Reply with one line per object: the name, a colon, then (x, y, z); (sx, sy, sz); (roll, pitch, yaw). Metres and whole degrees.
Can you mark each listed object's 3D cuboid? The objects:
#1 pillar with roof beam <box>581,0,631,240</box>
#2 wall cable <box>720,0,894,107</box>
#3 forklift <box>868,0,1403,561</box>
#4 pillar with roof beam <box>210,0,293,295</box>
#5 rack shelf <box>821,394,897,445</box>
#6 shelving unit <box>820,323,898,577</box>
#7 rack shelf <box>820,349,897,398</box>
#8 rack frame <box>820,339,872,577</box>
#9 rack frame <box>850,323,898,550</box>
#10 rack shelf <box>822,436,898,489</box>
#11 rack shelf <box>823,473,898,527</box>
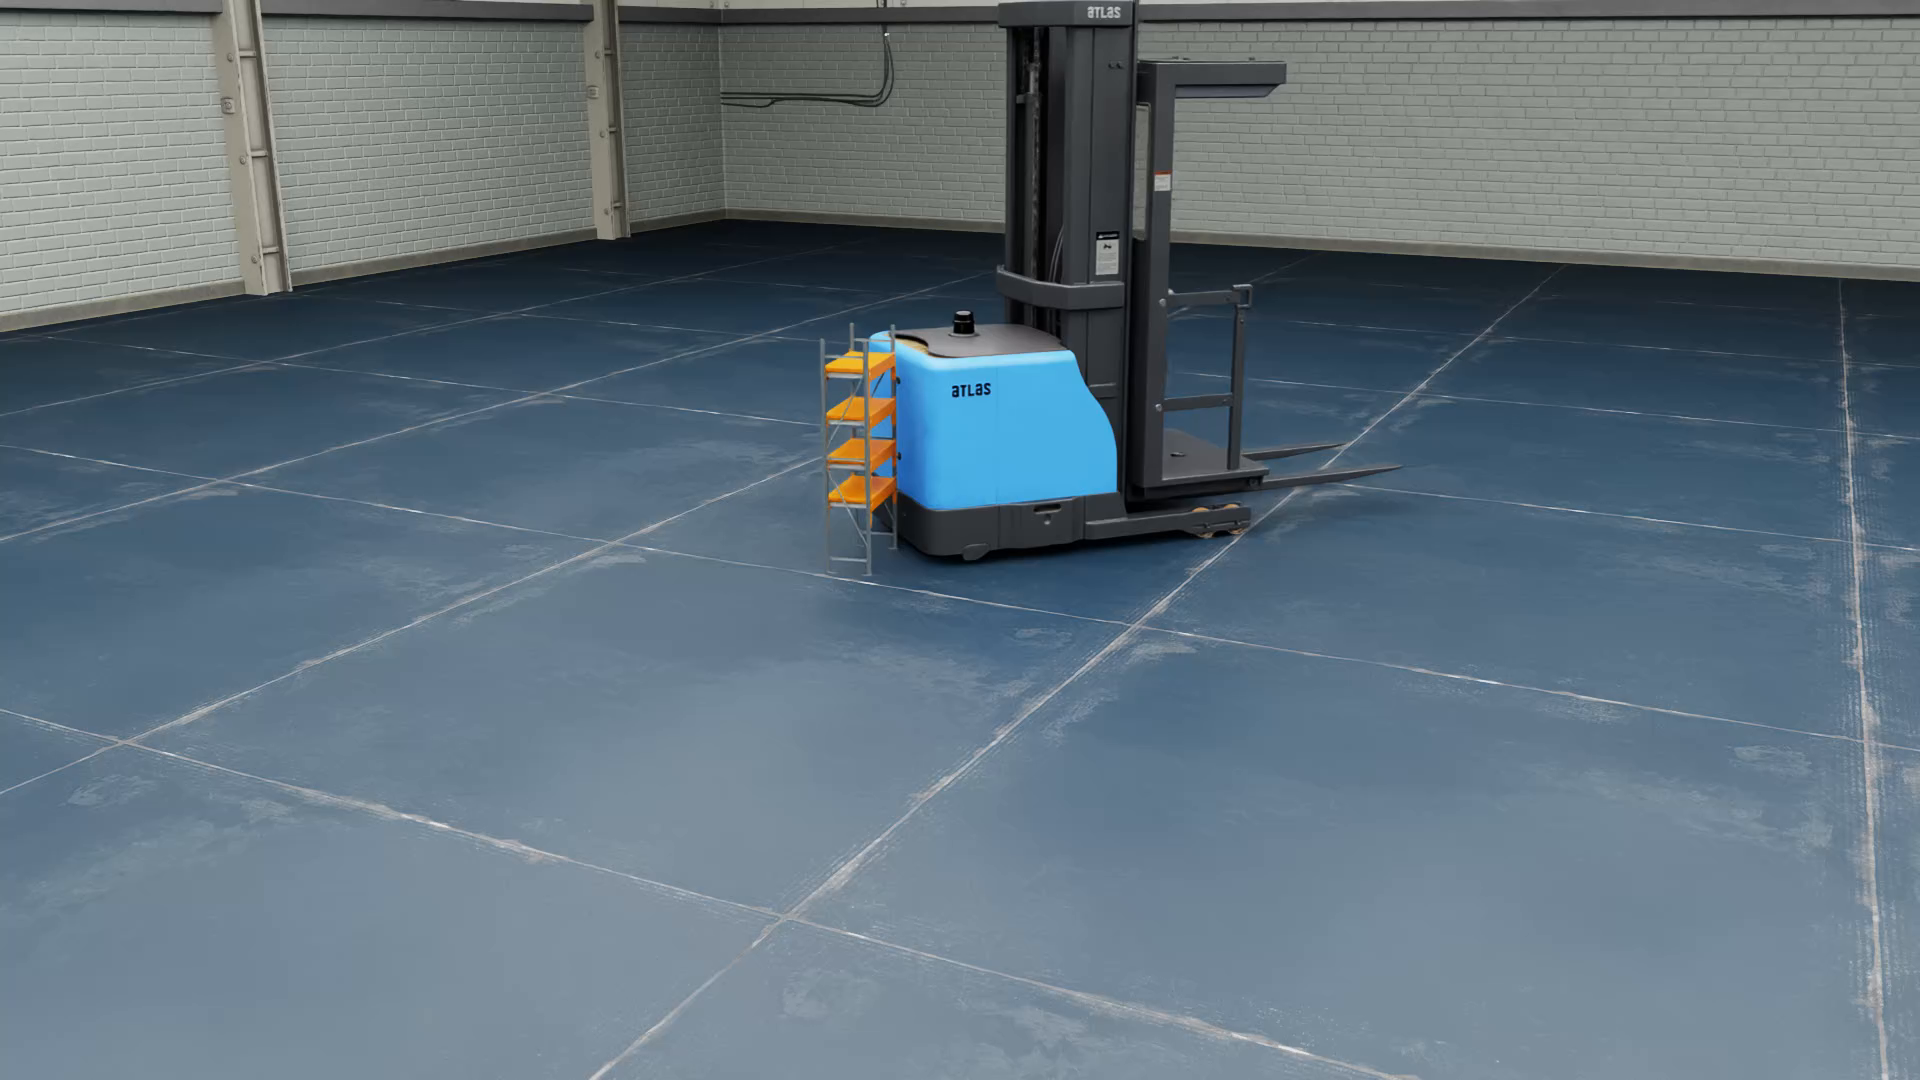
pillar with roof beam: (-0.999, -7.993, 20.131); (9.100, 9.000, 0.400); (8, 18, 25)
wall cable: (-2.351, -7.634, 24.377); (3.097, 2.526, 0.112); (8, 18, 25)
forklift: (1.055, -1.546, 9.081); (3.031, 2.935, 1.130); (-7, 18, -21)
pillar with roof beam: (-3.680, -6.465, 14.985); (9.100, 9.000, 0.400); (8, 18, 25)
rack shelf: (-0.507, -0.614, 8.435); (0.258, 0.148, 0.480); (4, 17, 13)
shelving unit: (-0.507, -0.464, 8.480); (0.258, 1.200, 0.503); (4, 17, 13)
rack shelf: (-0.507, -0.841, 8.368); (0.258, 0.148, 0.480); (4, 17, 13)
rack frame: (-0.565, -0.397, 8.252); (0.240, 1.200, 0.015); (4, 17, 13)
rack frame: (-0.450, -0.532, 8.707); (0.240, 1.200, 0.015); (4, 17, 13)
rack shelf: (-0.507, -0.400, 8.499); (0.258, 0.148, 0.480); (4, 17, 13)
rack shelf: (-0.507, -0.209, 8.555); (0.258, 0.148, 0.480); (4, 17, 13)
